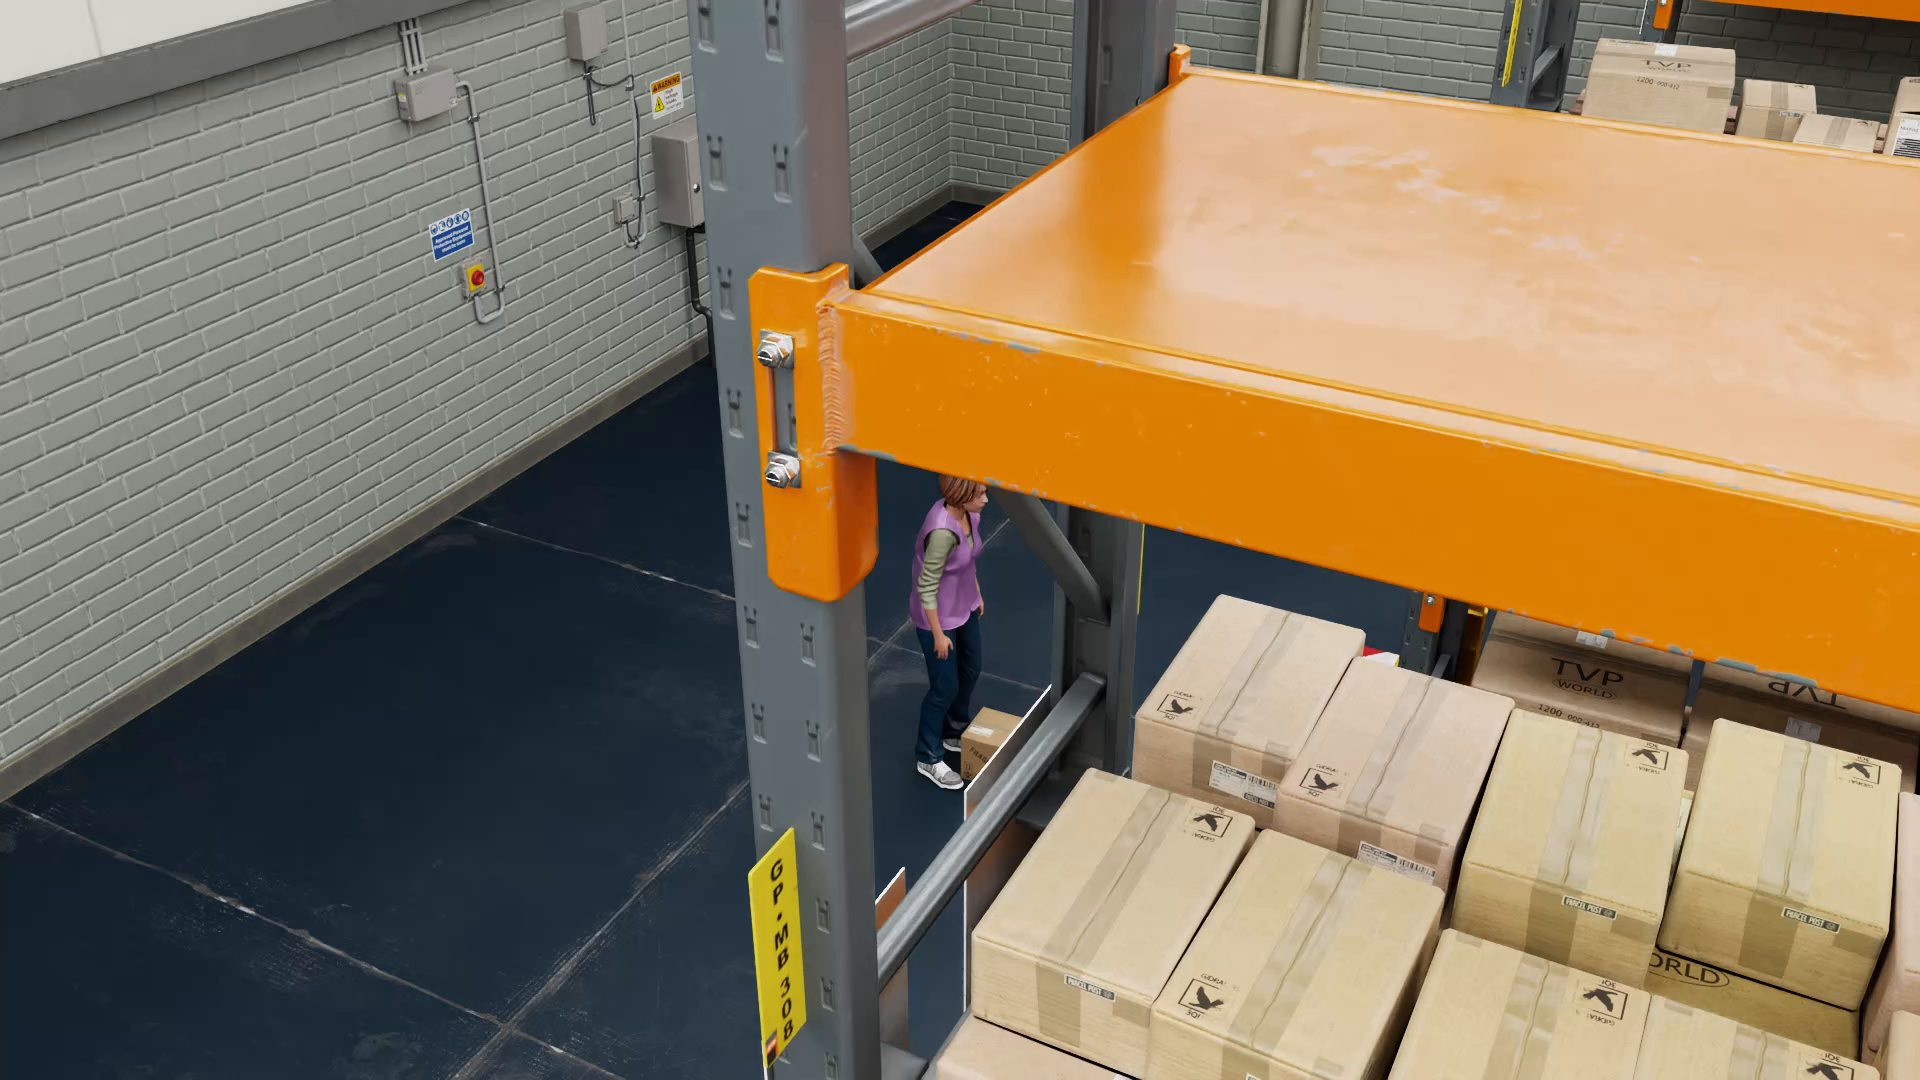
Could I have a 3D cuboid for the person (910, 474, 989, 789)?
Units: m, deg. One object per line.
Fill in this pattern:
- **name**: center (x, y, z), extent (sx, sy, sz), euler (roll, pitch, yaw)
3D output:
- **person**: center (-0.031, 0.352, 7.542), extent (0.368, 1.593, 0.481), euler (13, 33, 21)
